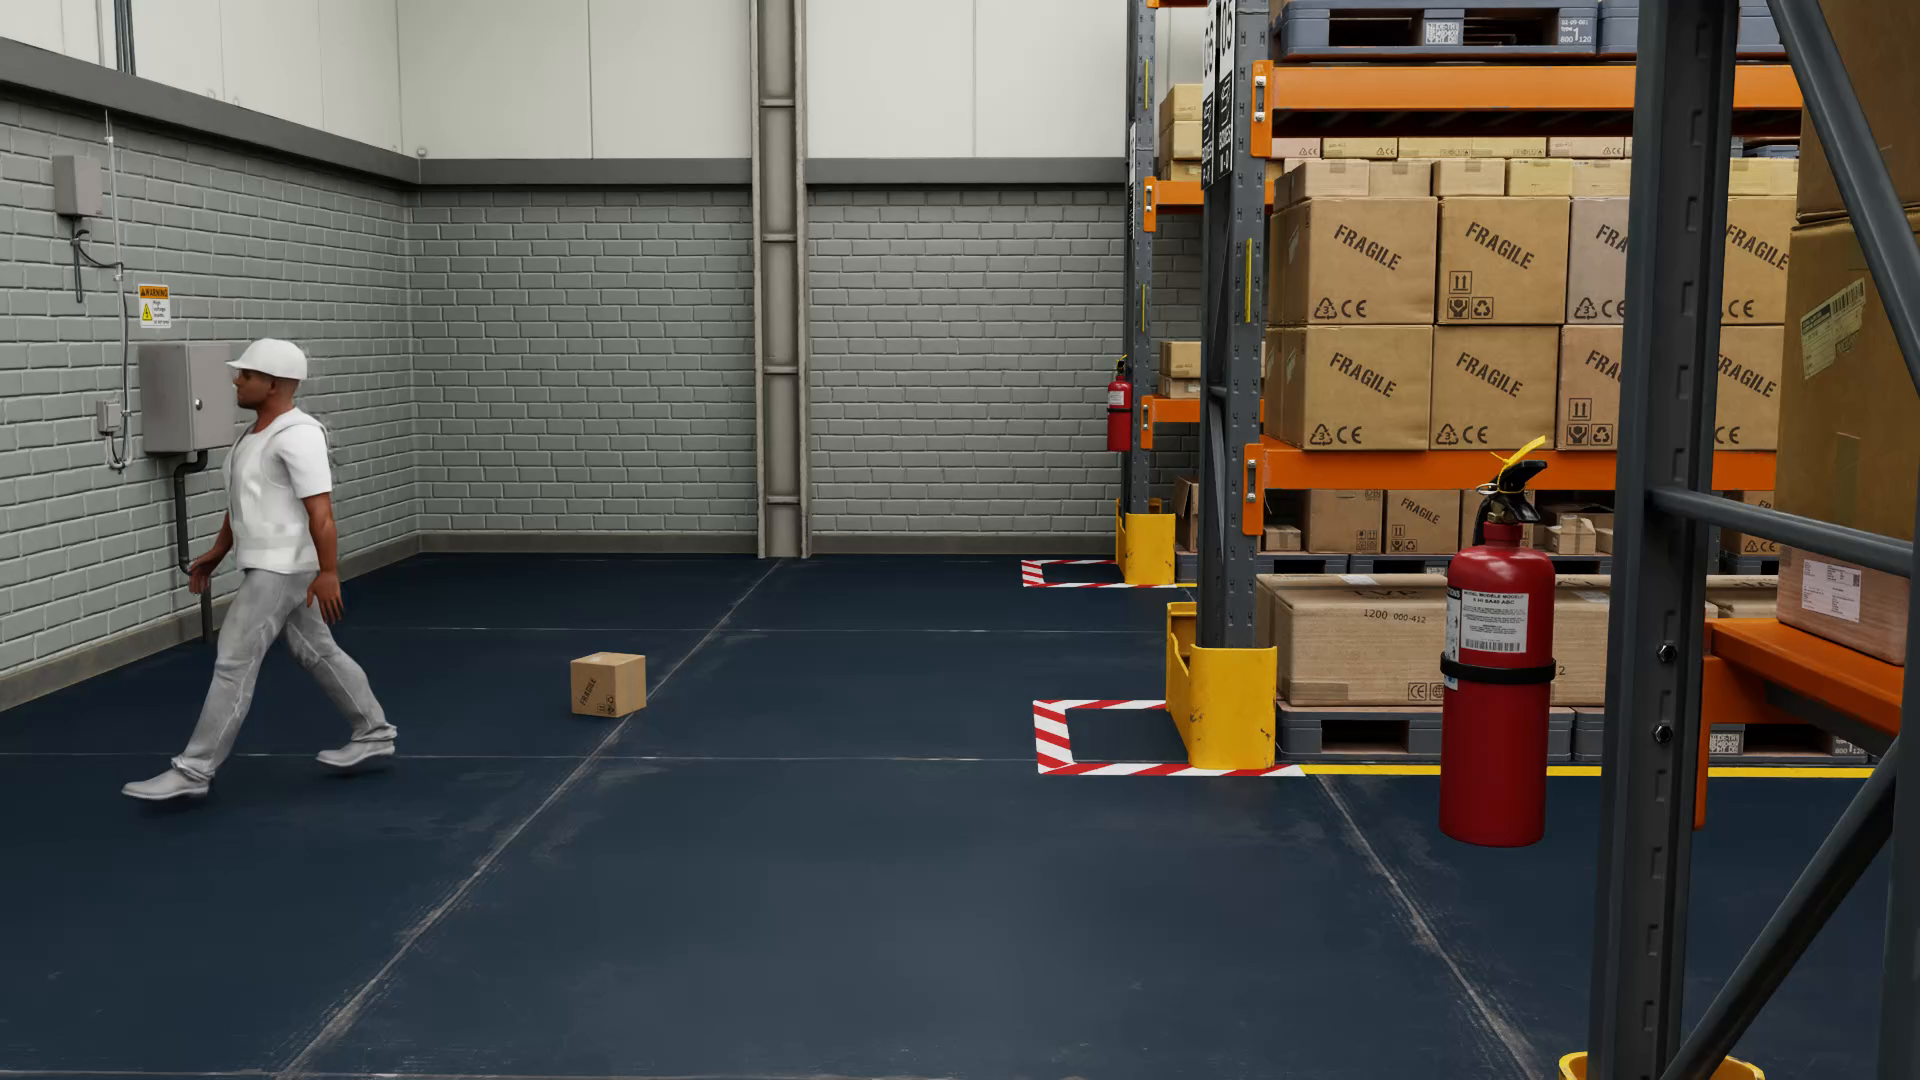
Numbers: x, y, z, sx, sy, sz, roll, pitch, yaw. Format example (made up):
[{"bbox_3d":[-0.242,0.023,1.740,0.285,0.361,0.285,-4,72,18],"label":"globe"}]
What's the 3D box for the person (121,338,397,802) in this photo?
[{"bbox_3d":[-2.718,0.086,6.390,1.028,1.710,0.621,-5,8,-32],"label":"person"}]
